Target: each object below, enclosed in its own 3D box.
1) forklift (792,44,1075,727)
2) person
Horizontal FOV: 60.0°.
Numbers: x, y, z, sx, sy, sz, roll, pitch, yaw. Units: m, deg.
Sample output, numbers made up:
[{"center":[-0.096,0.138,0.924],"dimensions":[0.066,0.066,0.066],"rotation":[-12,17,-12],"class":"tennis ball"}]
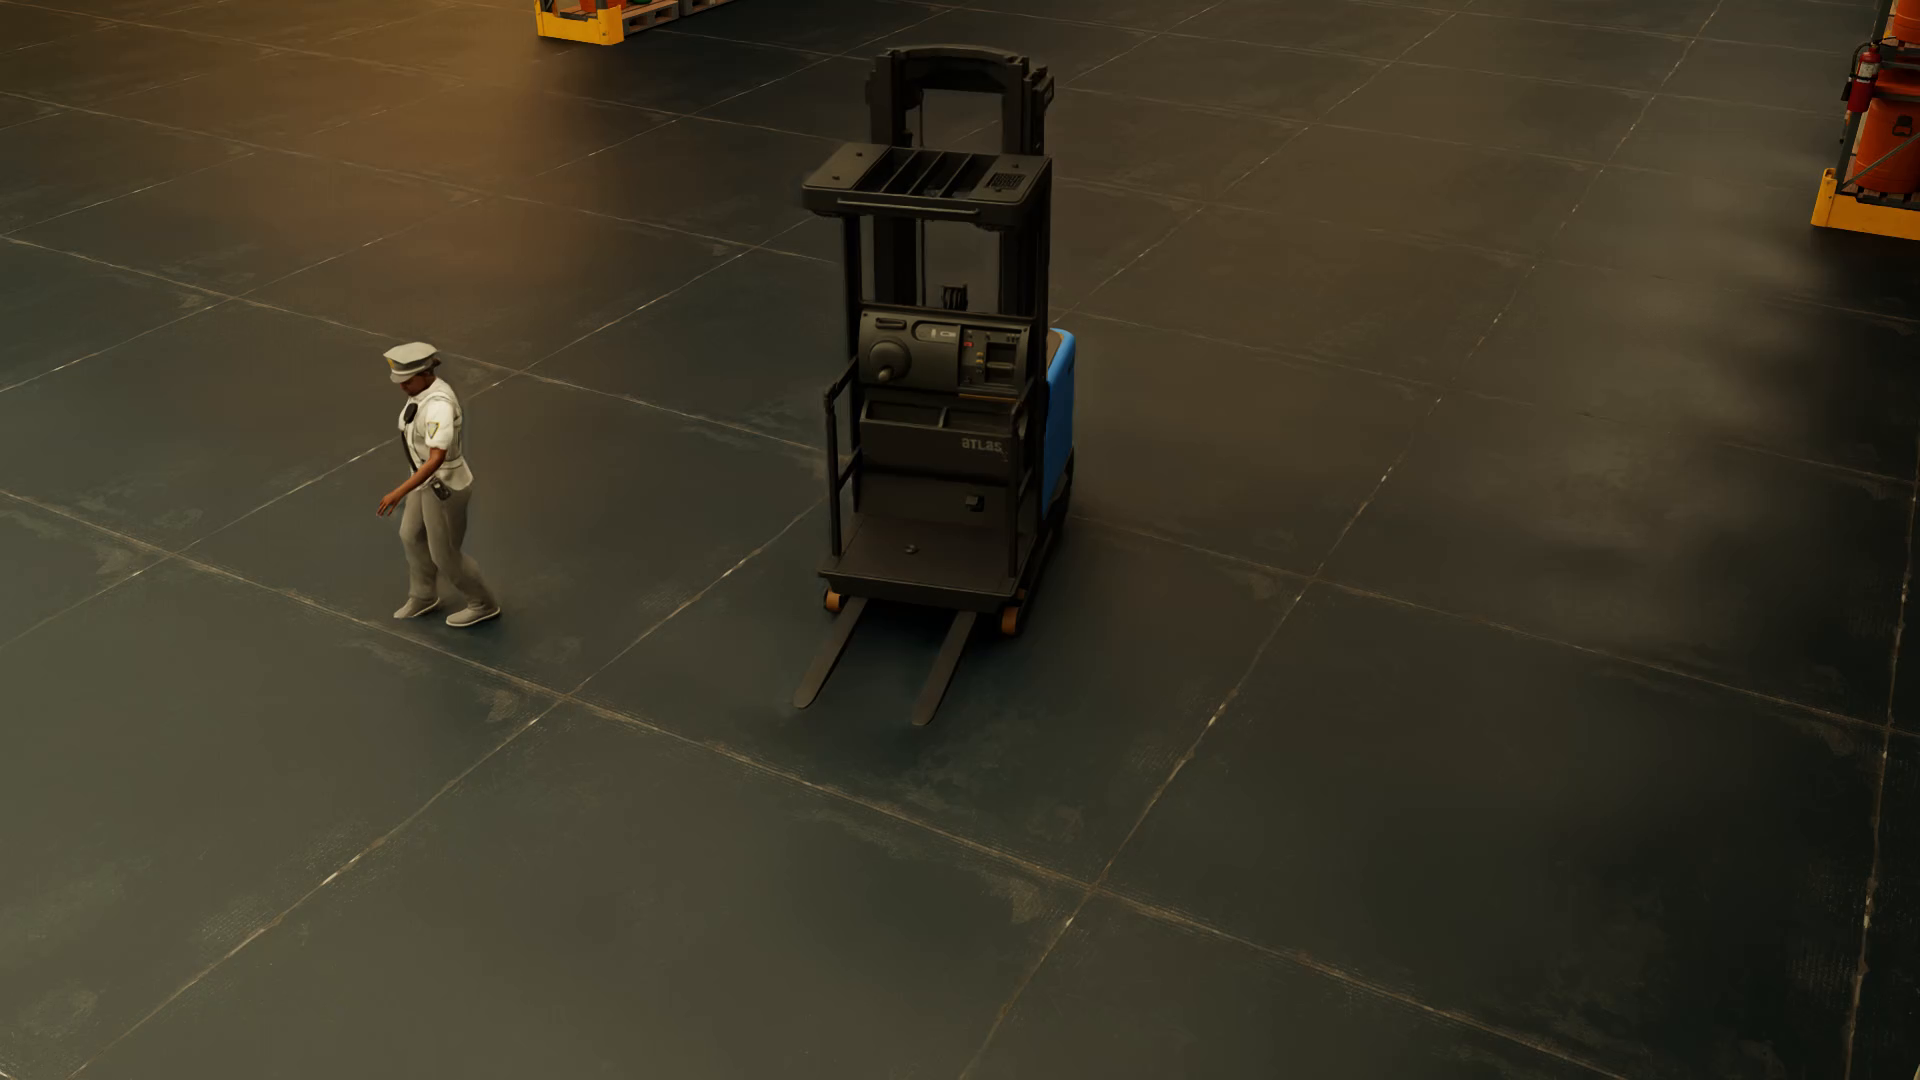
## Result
[{"center":[-0.137,-0.955,8.726],"dimensions":[1.130,2.935,3.031],"rotation":[7,31,12],"class":"forklift"},{"center":[-2.862,-0.253,8.862],"dimensions":[0.578,1.688,0.906],"rotation":[-12,32,-19],"class":"person"}]
